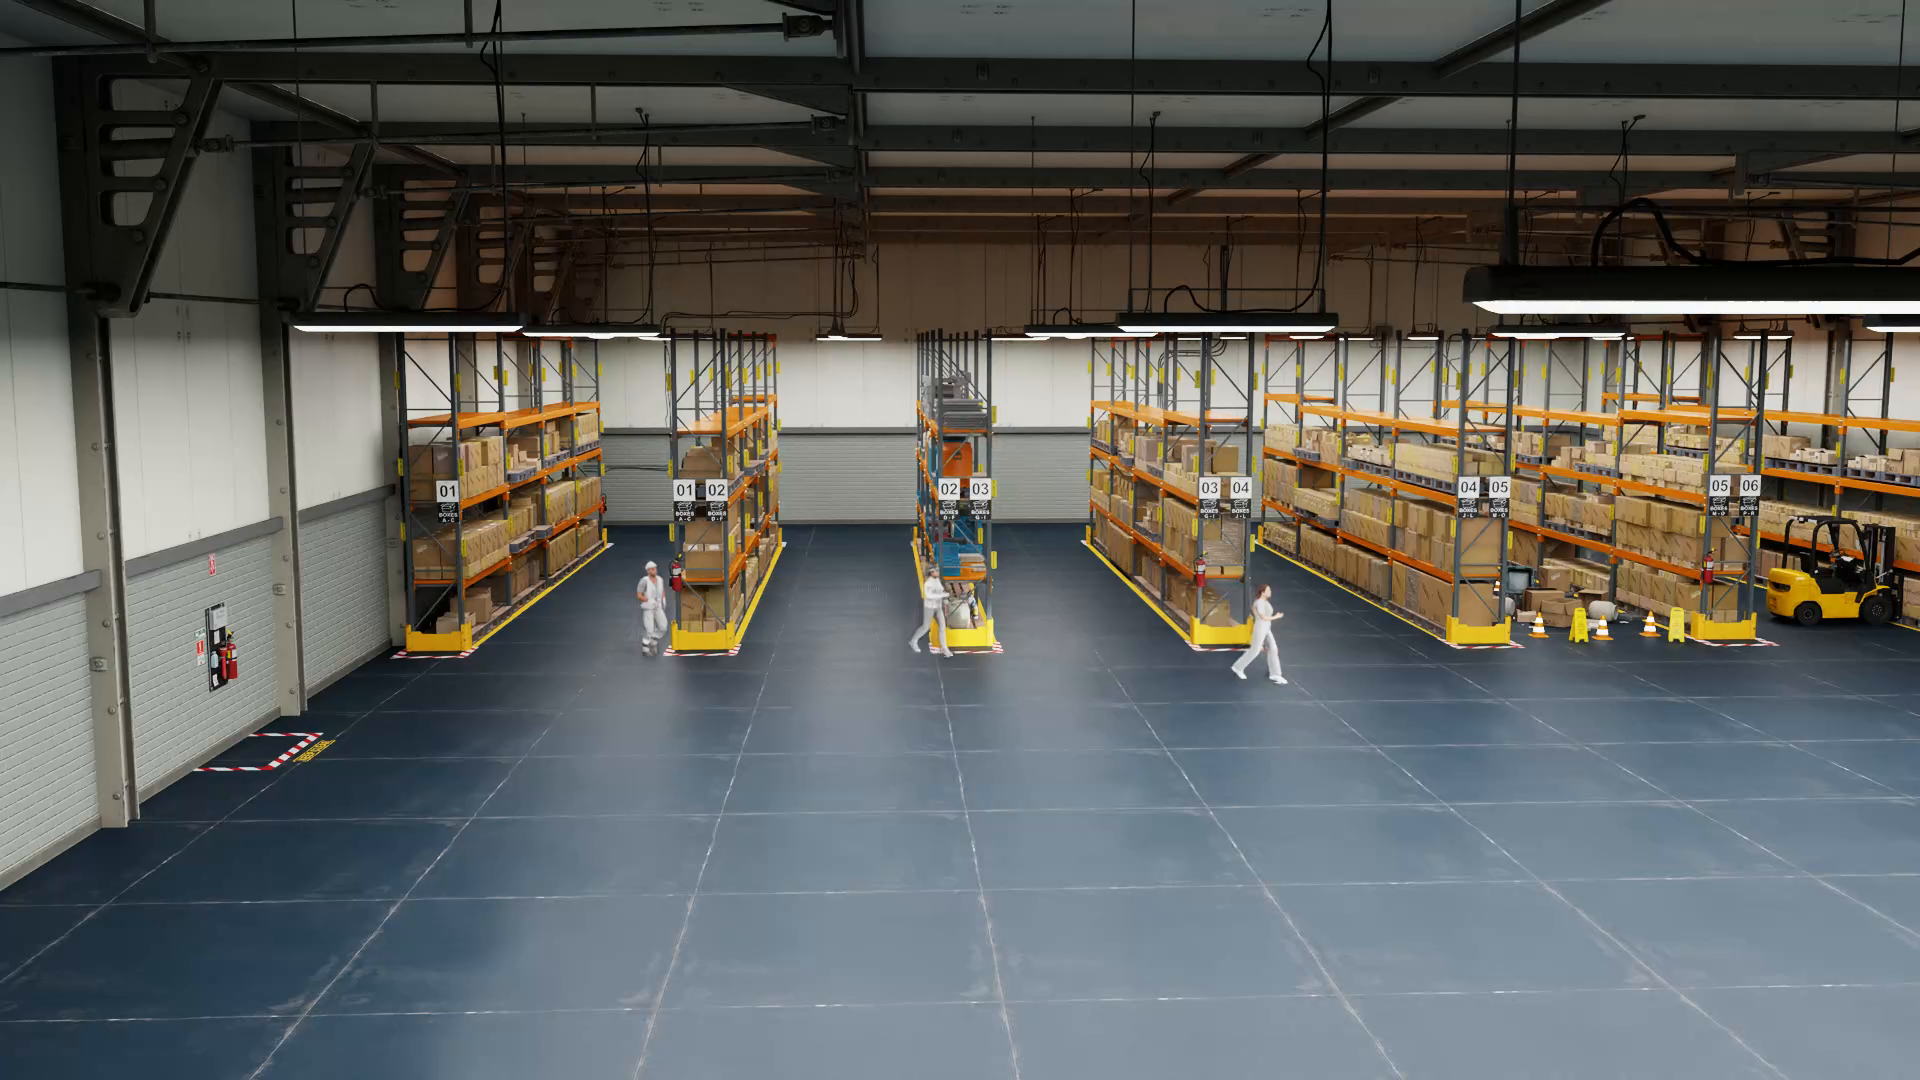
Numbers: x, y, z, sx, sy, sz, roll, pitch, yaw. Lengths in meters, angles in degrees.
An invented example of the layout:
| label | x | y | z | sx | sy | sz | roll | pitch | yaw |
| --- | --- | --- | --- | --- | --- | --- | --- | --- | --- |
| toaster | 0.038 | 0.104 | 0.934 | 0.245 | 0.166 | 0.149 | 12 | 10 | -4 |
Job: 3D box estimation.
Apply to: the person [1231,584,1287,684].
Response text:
| label | x | y | z | sx | sy | sz | roll | pitch | yaw |
| --- | --- | --- | --- | --- | --- | --- | --- | --- | --- |
| person | 5.071 | 1.562 | 28.085 | 0.948 | 1.678 | 0.552 | 3 | 7 | 24 |

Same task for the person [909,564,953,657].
| label | x | y | z | sx | sy | sz | roll | pitch | yaw |
| --- | --- | --- | --- | --- | --- | --- | --- | --- | --- |
| person | -0.524 | 1.267 | 30.520 | 0.919 | 1.702 | 0.597 | 4 | 8 | 33 |

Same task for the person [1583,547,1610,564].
| label | x | y | z | sx | sy | sz | roll | pitch | yaw |
| --- | --- | --- | --- | --- | --- | --- | --- | --- | --- |
| person | 16.468 | -0.228 | 43.035 | 0.727 | 1.829 | 1.002 | -2 | 7 | -13 |

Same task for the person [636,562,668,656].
| label | x | y | z | sx | sy | sz | roll | pitch | yaw |
| --- | --- | --- | --- | --- | --- | --- | --- | --- | --- |
| person | -5.586 | 1.267 | 30.453 | 0.693 | 1.755 | 0.615 | -6 | 9 | -43 |
